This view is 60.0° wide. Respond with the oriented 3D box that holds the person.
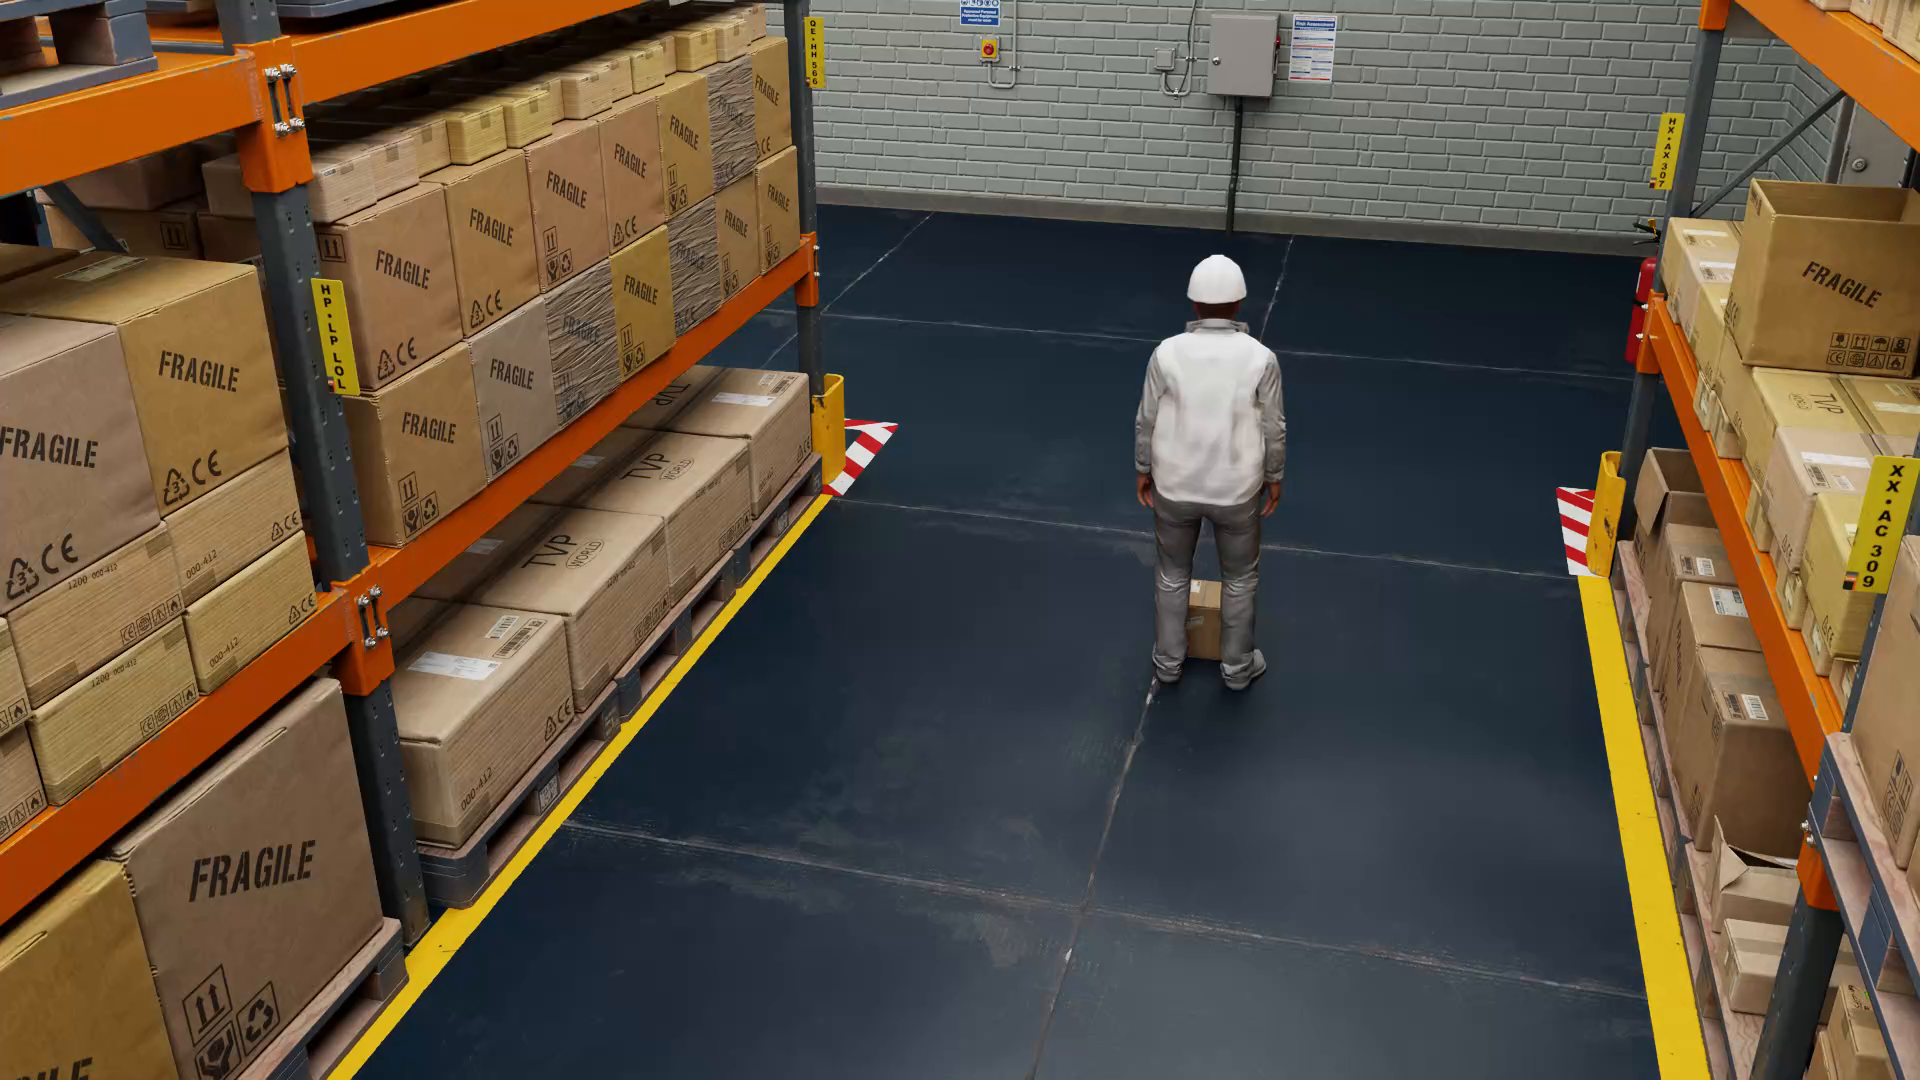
[{"bbox_3d":[0.984,-0.243,6.595,0.588,1.771,0.464,6,26,12],"label":"person"}]
